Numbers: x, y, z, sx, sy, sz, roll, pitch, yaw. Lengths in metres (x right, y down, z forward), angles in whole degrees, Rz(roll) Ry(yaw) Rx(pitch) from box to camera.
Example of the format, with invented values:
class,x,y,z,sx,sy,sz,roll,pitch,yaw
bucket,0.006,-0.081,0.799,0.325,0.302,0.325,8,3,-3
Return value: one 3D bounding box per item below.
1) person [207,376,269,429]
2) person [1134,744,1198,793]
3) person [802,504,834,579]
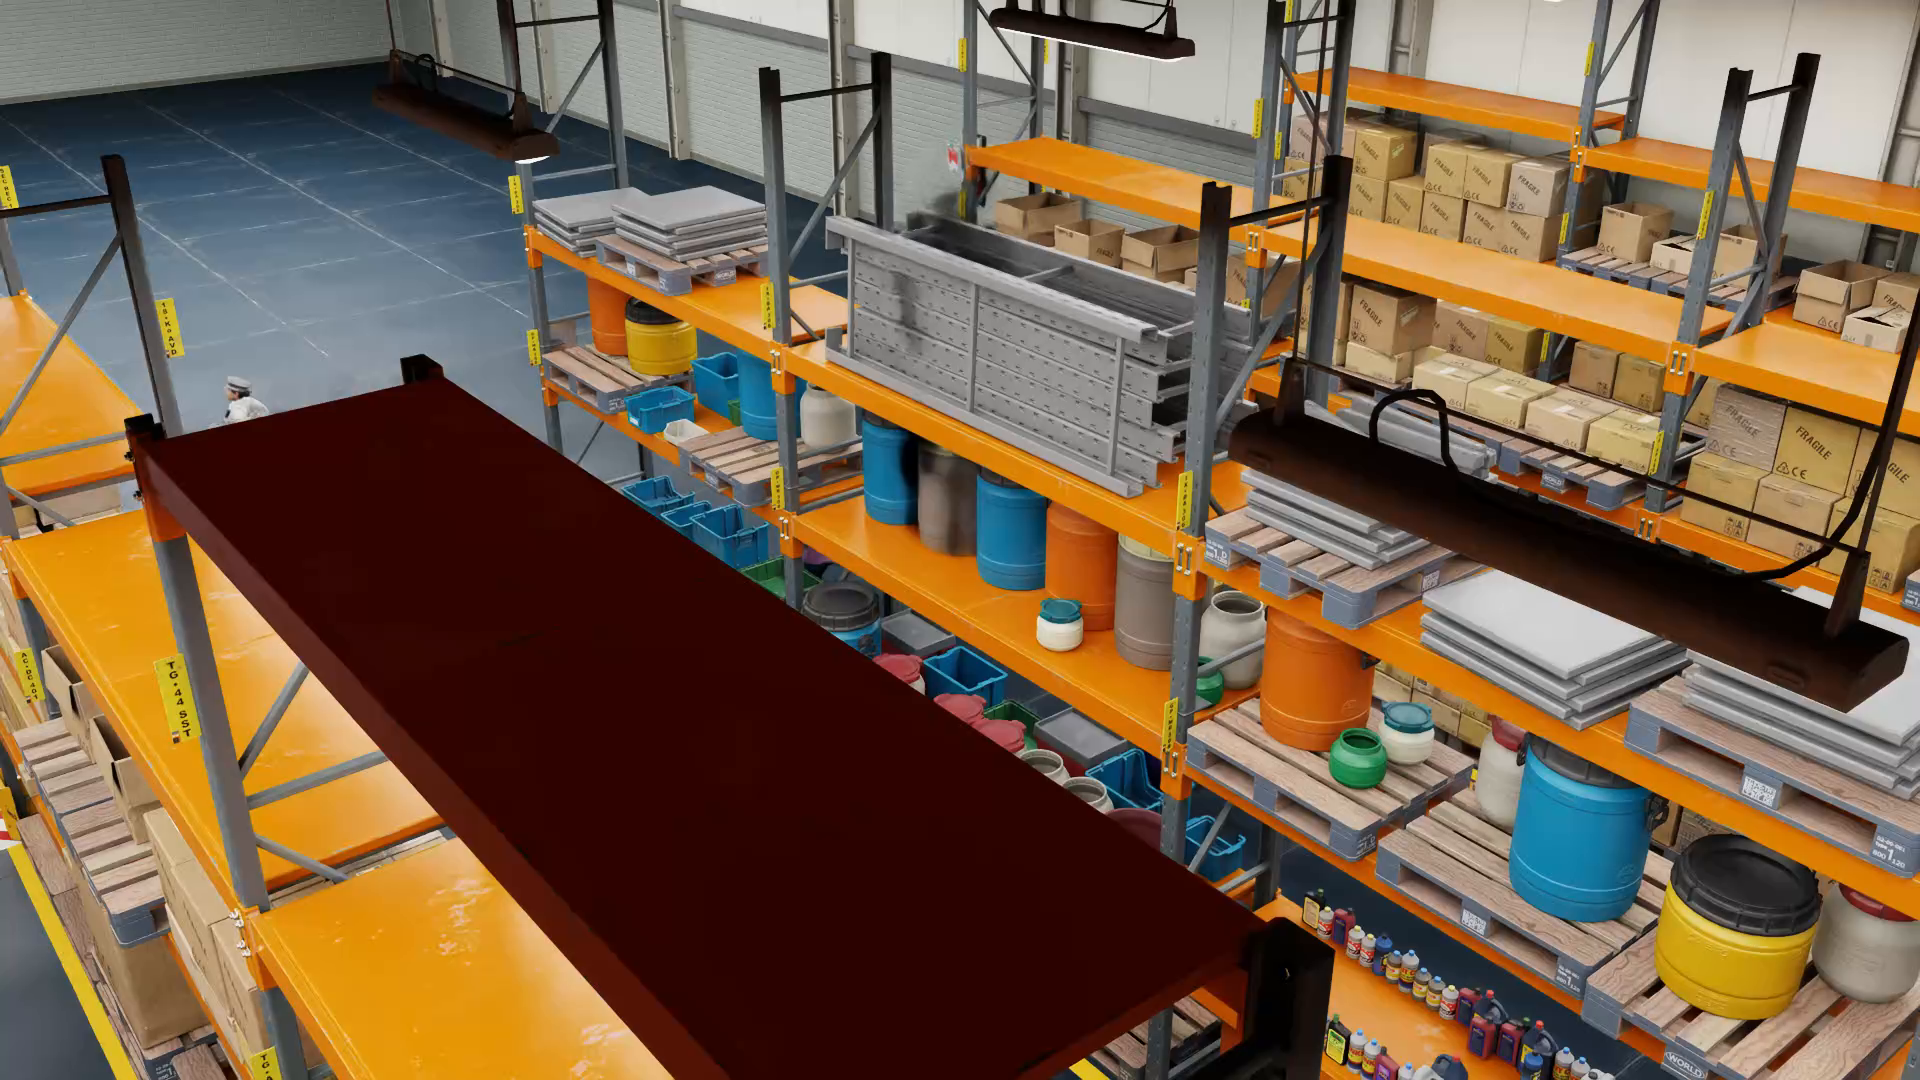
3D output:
class,x,y,z,sx,sy,sz,roll,pitch,yaw
person,-7.843,-0.986,18.361,0.761,1.753,0.581,-9,27,-17
person,1.721,1.446,13.489,0.586,1.588,0.593,20,32,35
person,-1.329,0.172,16.131,0.538,1.549,0.608,-21,33,-37
